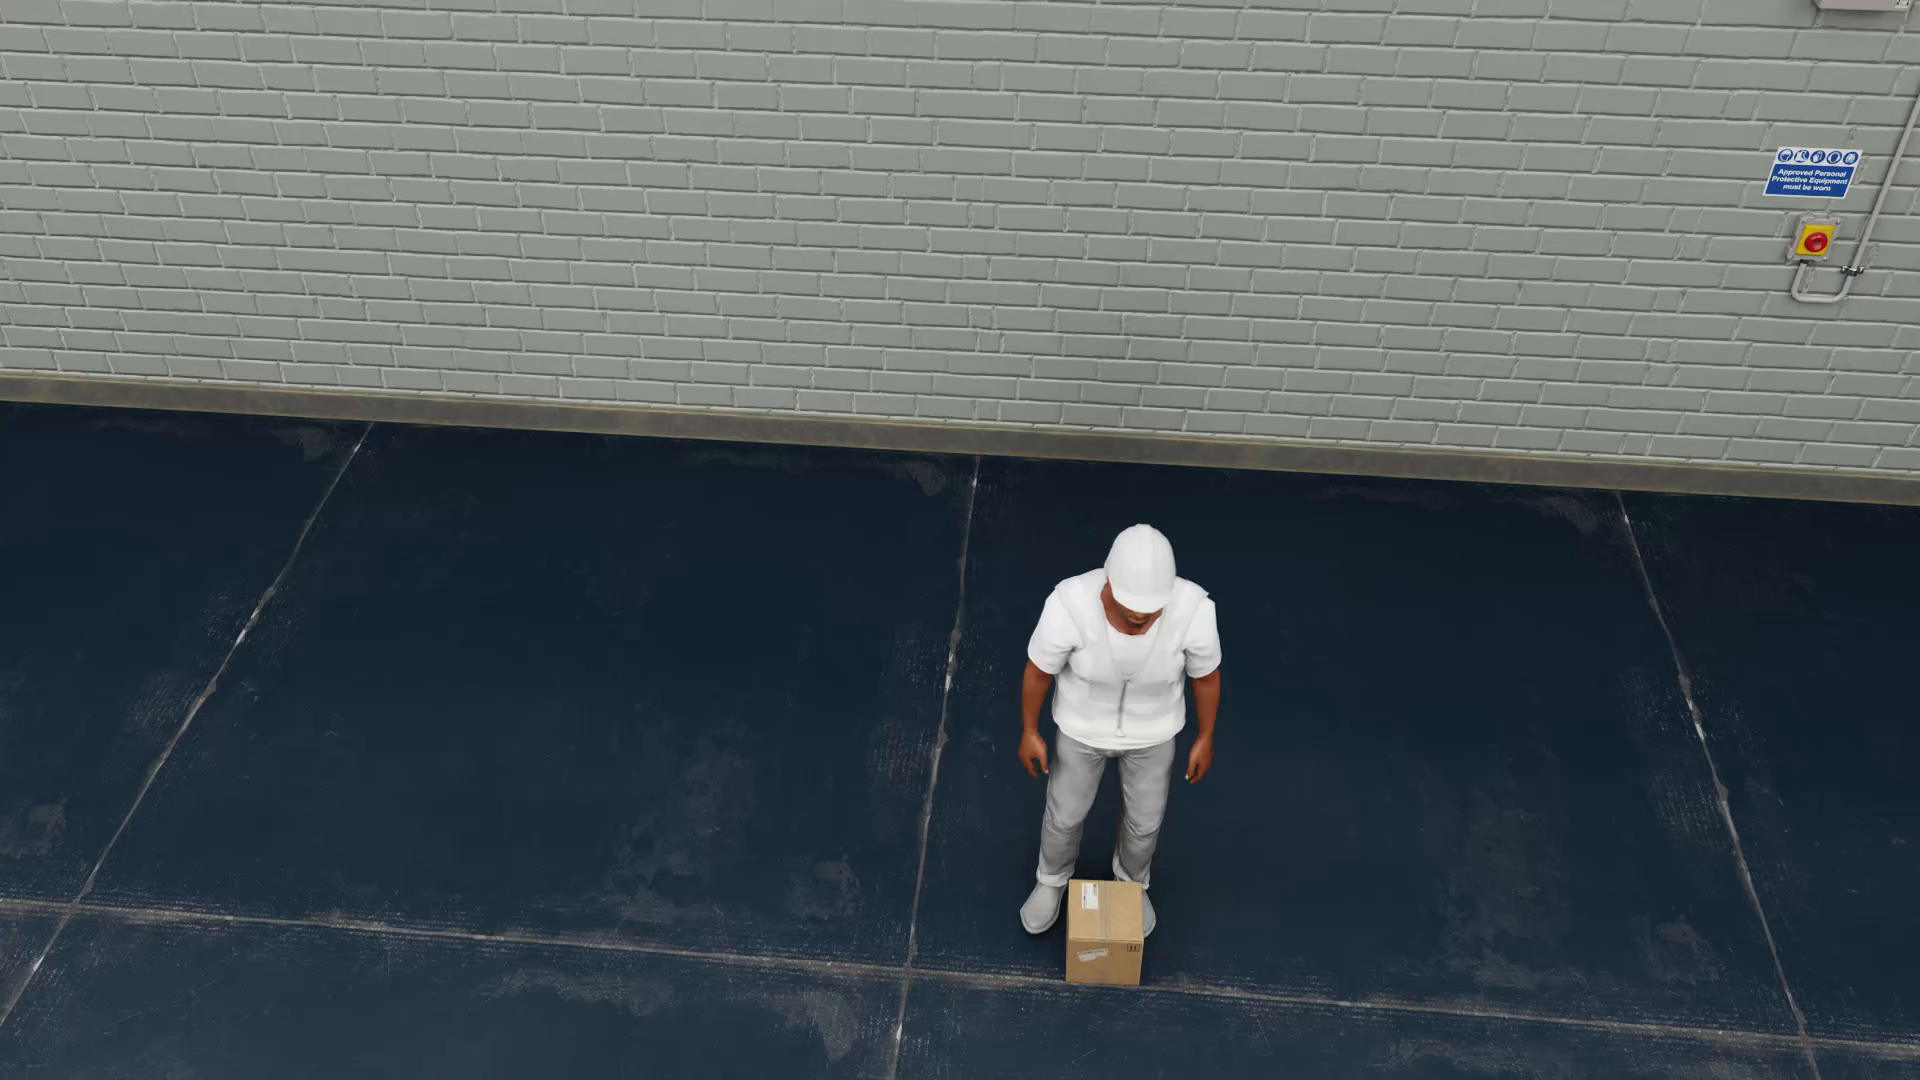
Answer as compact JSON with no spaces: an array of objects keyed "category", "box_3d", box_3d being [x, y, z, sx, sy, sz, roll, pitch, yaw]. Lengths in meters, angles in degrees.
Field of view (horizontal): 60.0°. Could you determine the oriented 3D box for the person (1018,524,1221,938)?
[{"category":"person","box_3d":[0.510,0.624,5.393,0.638,1.761,0.458,2,40,2]}]
